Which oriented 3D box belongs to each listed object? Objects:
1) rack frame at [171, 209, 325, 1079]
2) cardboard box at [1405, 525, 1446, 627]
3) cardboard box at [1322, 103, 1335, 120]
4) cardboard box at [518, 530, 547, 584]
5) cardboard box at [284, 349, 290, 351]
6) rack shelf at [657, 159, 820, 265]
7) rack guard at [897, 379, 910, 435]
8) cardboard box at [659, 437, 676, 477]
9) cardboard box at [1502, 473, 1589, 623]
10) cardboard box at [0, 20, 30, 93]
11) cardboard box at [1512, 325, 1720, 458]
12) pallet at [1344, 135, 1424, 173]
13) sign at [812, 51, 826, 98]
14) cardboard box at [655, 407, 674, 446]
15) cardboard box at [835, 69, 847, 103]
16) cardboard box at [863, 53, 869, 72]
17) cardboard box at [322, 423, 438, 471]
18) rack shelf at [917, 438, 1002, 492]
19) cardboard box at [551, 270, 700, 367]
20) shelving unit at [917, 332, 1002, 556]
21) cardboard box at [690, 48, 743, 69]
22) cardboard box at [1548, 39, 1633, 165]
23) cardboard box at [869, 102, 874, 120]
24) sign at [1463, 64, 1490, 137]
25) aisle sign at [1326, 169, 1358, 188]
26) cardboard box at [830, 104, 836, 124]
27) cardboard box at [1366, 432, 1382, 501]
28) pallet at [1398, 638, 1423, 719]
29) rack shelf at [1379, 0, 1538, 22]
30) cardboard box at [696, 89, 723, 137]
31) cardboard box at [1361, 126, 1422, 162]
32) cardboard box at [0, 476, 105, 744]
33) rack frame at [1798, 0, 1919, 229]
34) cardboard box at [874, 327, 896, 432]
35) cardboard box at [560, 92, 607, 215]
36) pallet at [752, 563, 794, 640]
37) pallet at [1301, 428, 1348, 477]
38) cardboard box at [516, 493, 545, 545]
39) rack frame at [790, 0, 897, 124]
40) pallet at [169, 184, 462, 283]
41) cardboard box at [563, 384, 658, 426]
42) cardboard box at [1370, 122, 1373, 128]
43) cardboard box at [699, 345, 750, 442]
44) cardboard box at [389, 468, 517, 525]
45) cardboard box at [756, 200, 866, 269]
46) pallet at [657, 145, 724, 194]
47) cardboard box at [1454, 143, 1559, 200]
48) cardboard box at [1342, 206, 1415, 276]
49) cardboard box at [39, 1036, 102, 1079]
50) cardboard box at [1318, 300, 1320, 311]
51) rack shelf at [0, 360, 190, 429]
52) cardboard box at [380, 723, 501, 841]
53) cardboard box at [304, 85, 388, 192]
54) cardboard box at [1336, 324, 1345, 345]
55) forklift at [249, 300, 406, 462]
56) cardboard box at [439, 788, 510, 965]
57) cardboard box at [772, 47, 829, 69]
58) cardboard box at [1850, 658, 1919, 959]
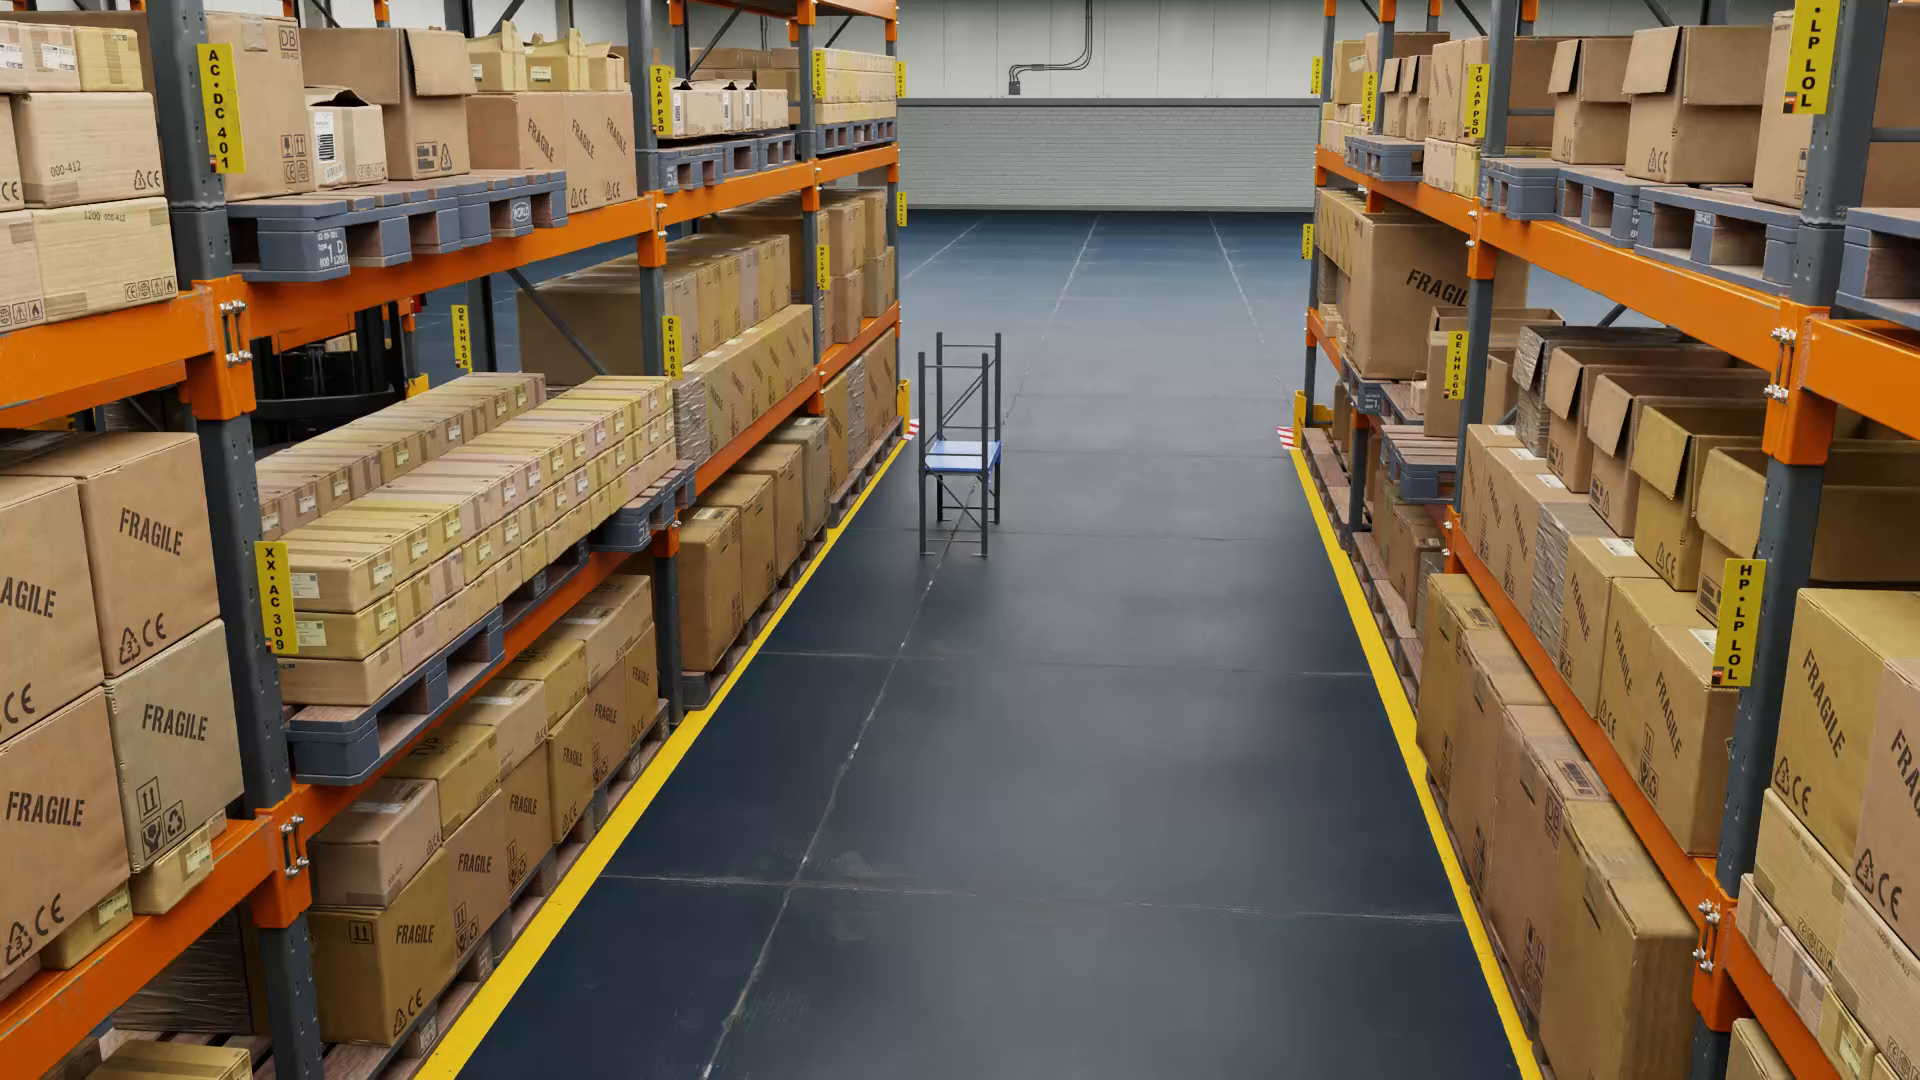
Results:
[{"bbox_3d":[-2.458,0.566,4.821,1.000,3.000,0.127,2,15,6],"label":"rack frame"},{"bbox_3d":[3.073,0.230,10.012,0.700,0.500,0.500,3,15,11],"label":"cardboard box"},{"bbox_3d":[3.427,-3.813,14.793,0.380,0.149,0.250,2,15,7],"label":"cardboard box"},{"bbox_3d":[-1.814,0.057,6.380,0.380,0.149,0.250,1,15,5],"label":"cardboard box"},{"bbox_3d":[-6.456,-1.560,15.711,0.500,0.500,0.500,1,15,4],"label":"cardboard box"},{"bbox_3d":[-1.781,-2.091,10.278,1.077,0.370,4.000,2,15,6],"label":"rack shelf"},{"bbox_3d":[-1.101,-1.346,16.680,1.175,0.500,0.348,2,15,6],"label":"rack guard"},{"bbox_3d":[-1.605,-0.411,8.113,0.380,0.149,0.250,2,15,7],"label":"cardboard box"},{"bbox_3d":[2.475,0.038,6.584,0.500,0.500,0.500,1,15,5],"label":"cardboard box"},{"bbox_3d":[-2.227,-1.020,3.508,0.380,0.149,0.250,2,15,6],"label":"cardboard box"},{"bbox_3d":[2.812,-0.642,7.177,0.797,0.503,0.637,2,15,8],"label":"cardboard box"},{"bbox_3d":[3.187,-2.537,10.910,1.213,0.211,1.003,2,15,6],"label":"pallet"},{"bbox_3d":[-1.015,-3.345,11.945,0.100,0.325,0.005,2,15,6],"label":"sign"},{"bbox_3d":[-1.610,-0.555,8.073,0.380,0.149,0.250,2,15,7],"label":"cardboard box"},{"bbox_3d":[-1.166,-3.528,12.938,0.500,0.250,0.500,2,15,6],"label":"cardboard box"},{"bbox_3d":[-0.976,-4.016,13.977,0.380,0.149,0.250,2,15,7],"label":"cardboard box"},{"bbox_3d":[-2.398,-0.385,6.875,0.380,0.149,0.250,2,15,8],"label":"cardboard box"},{"bbox_3d":[0.010,-0.572,12.595,0.538,0.185,1.000,2,15,6],"label":"rack shelf"},{"bbox_3d":[-1.890,-1.249,9.429,0.700,0.500,0.500,1,15,5],"label":"cardboard box"},{"bbox_3d":[0.010,-0.746,12.548,0.538,1.500,1.048,2,15,6],"label":"shelving unit"},{"bbox_3d":[-1.830,-3.575,12.349,0.380,0.149,0.250,2,15,6],"label":"cardboard box"},{"bbox_3d":[2.913,-1.839,6.968,0.797,0.503,0.637,3,15,10],"label":"cardboard box"},{"bbox_3d":[-0.948,-3.698,14.330,0.380,0.149,0.250,2,15,7],"label":"cardboard box"},{"bbox_3d":[2.372,-2.013,7.623,0.100,0.325,0.005,2,15,6],"label":"sign"},{"bbox_3d":[3.522,-3.654,15.447,0.394,0.787,0.004,2,15,6],"label":"aisle sign"},{"bbox_3d":[-1.149,-3.238,12.629,0.380,0.149,0.250,2,15,6],"label":"cardboard box"},{"bbox_3d":[3.504,-0.584,13.058,0.500,0.500,0.500,7,17,24],"label":"cardboard box"},{"bbox_3d":[3.000,0.845,9.134,1.003,0.211,1.213,2,15,6],"label":"pallet"},{"bbox_3d":[3.136,-3.173,9.302,1.077,0.370,4.000,2,15,6],"label":"rack shelf"},{"bbox_3d":[-1.649,-2.409,9.369,0.500,0.250,0.500,2,15,8],"label":"cardboard box"},{"bbox_3d":[3.154,-2.838,11.951,0.500,0.250,0.500,2,15,8],"label":"cardboard box"},{"bbox_3d":[-2.295,0.156,3.662,0.500,0.500,0.500,1,15,4],"label":"cardboard box"},{"bbox_3d":[2.459,-2.157,3.401,1.000,3.000,0.127,2,15,6],"label":"rack frame"},{"bbox_3d":[-1.114,-1.545,15.896,0.875,0.875,0.875,2,15,7],"label":"cardboard box"},{"bbox_3d":[-1.862,-1.682,7.197,0.500,0.500,0.500,2,15,6],"label":"cardboard box"},{"bbox_3d":[-1.702,0.357,10.937,1.003,0.211,1.213,2,15,6],"label":"pallet"},{"bbox_3d":[3.678,-0.798,15.210,1.003,0.211,1.213,2,15,6],"label":"pallet"},{"bbox_3d":[-1.813,-0.088,6.347,0.380,0.149,0.250,1,15,5],"label":"cardboard box"},{"bbox_3d":[-1.104,-5.442,15.548,1.000,3.000,0.127,2,15,6],"label":"rack frame"},{"bbox_3d":[-2.282,-0.948,5.035,1.213,0.211,1.003,2,15,6],"label":"pallet"},{"bbox_3d":[-1.637,-0.634,7.797,0.380,0.149,0.250,2,15,6],"label":"cardboard box"},{"bbox_3d":[3.112,-2.997,11.776,0.380,0.149,0.250,2,15,8],"label":"cardboard box"},{"bbox_3d":[-1.575,-0.891,10.018,0.500,0.500,0.500,2,15,6],"label":"cardboard box"},{"bbox_3d":[-1.840,-0.161,6.048,0.380,0.149,0.250,2,15,6],"label":"cardboard box"},{"bbox_3d":[-1.283,-2.617,14.236,0.875,0.550,0.500,2,15,6],"label":"cardboard box"},{"bbox_3d":[-1.986,-1.996,8.914,1.213,0.211,1.003,2,15,9],"label":"pallet"},{"bbox_3d":[2.721,-1.805,8.131,0.500,0.250,0.500,2,15,6],"label":"cardboard box"},{"bbox_3d":[3.194,-2.265,12.616,0.500,0.500,0.500,2,15,6],"label":"cardboard box"},{"bbox_3d":[-2.702,1.536,4.753,0.380,0.149,0.250,2,15,9],"label":"cardboard box"},{"bbox_3d":[3.544,-2.186,15.479,0.380,0.149,0.250,2,15,6],"label":"cardboard box"},{"bbox_3d":[-6.710,-0.762,11.112,1.077,0.370,4.000,2,15,6],"label":"rack shelf"},{"bbox_3d":[-2.054,0.886,6.186,0.500,0.250,0.500,2,15,8],"label":"cardboard box"},{"bbox_3d":[-2.150,-1.263,5.208,0.500,0.311,0.500,1,15,5],"label":"cardboard box"},{"bbox_3d":[3.278,-1.668,13.565,0.380,0.149,0.250,2,15,6],"label":"cardboard box"},{"bbox_3d":[-4.390,-1.172,11.382,1.130,2.935,3.031,-6,16,-20],"label":"forklift"},{"bbox_3d":[-2.053,1.249,6.280,0.500,0.500,0.500,2,15,9],"label":"cardboard box"},{"bbox_3d":[-1.176,-3.556,12.276,0.380,0.149,0.250,2,15,7],"label":"cardboard box"},{"bbox_3d":[2.088,0.550,3.164,0.500,0.500,0.500,2,15,6],"label":"cardboard box"}]
